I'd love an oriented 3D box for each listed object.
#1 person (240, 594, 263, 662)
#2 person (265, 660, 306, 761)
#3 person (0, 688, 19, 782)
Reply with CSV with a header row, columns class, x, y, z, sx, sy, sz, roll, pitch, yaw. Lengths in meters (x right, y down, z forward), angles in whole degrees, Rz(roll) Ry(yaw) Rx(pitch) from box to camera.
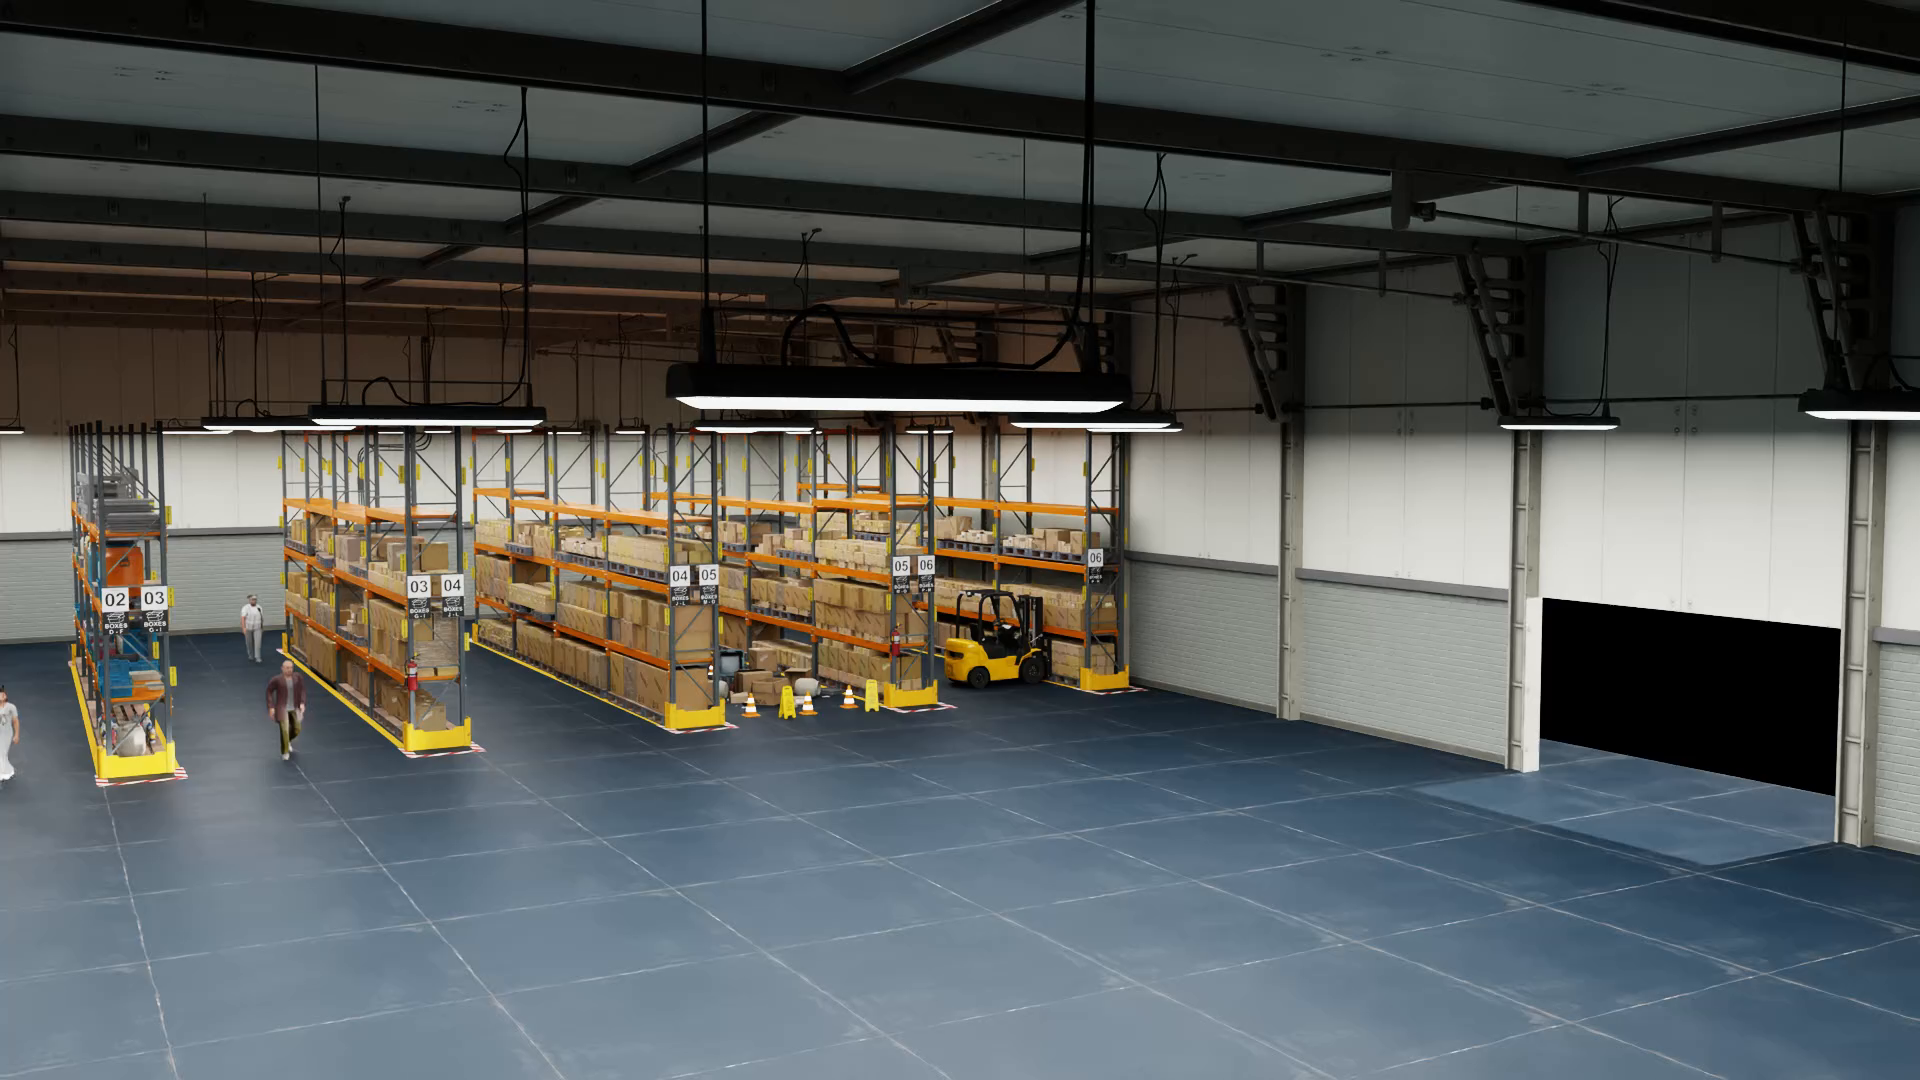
class,x,y,z,sx,sy,sz,roll,pitch,yaw
person,-17.993,2.229,42.261,0.530,1.717,1.039,-2,4,-24
person,-12.073,3.015,29.737,0.669,1.762,0.754,-3,5,-43
person,-15.772,3.223,27.328,0.437,1.591,1.099,-1,4,-9
